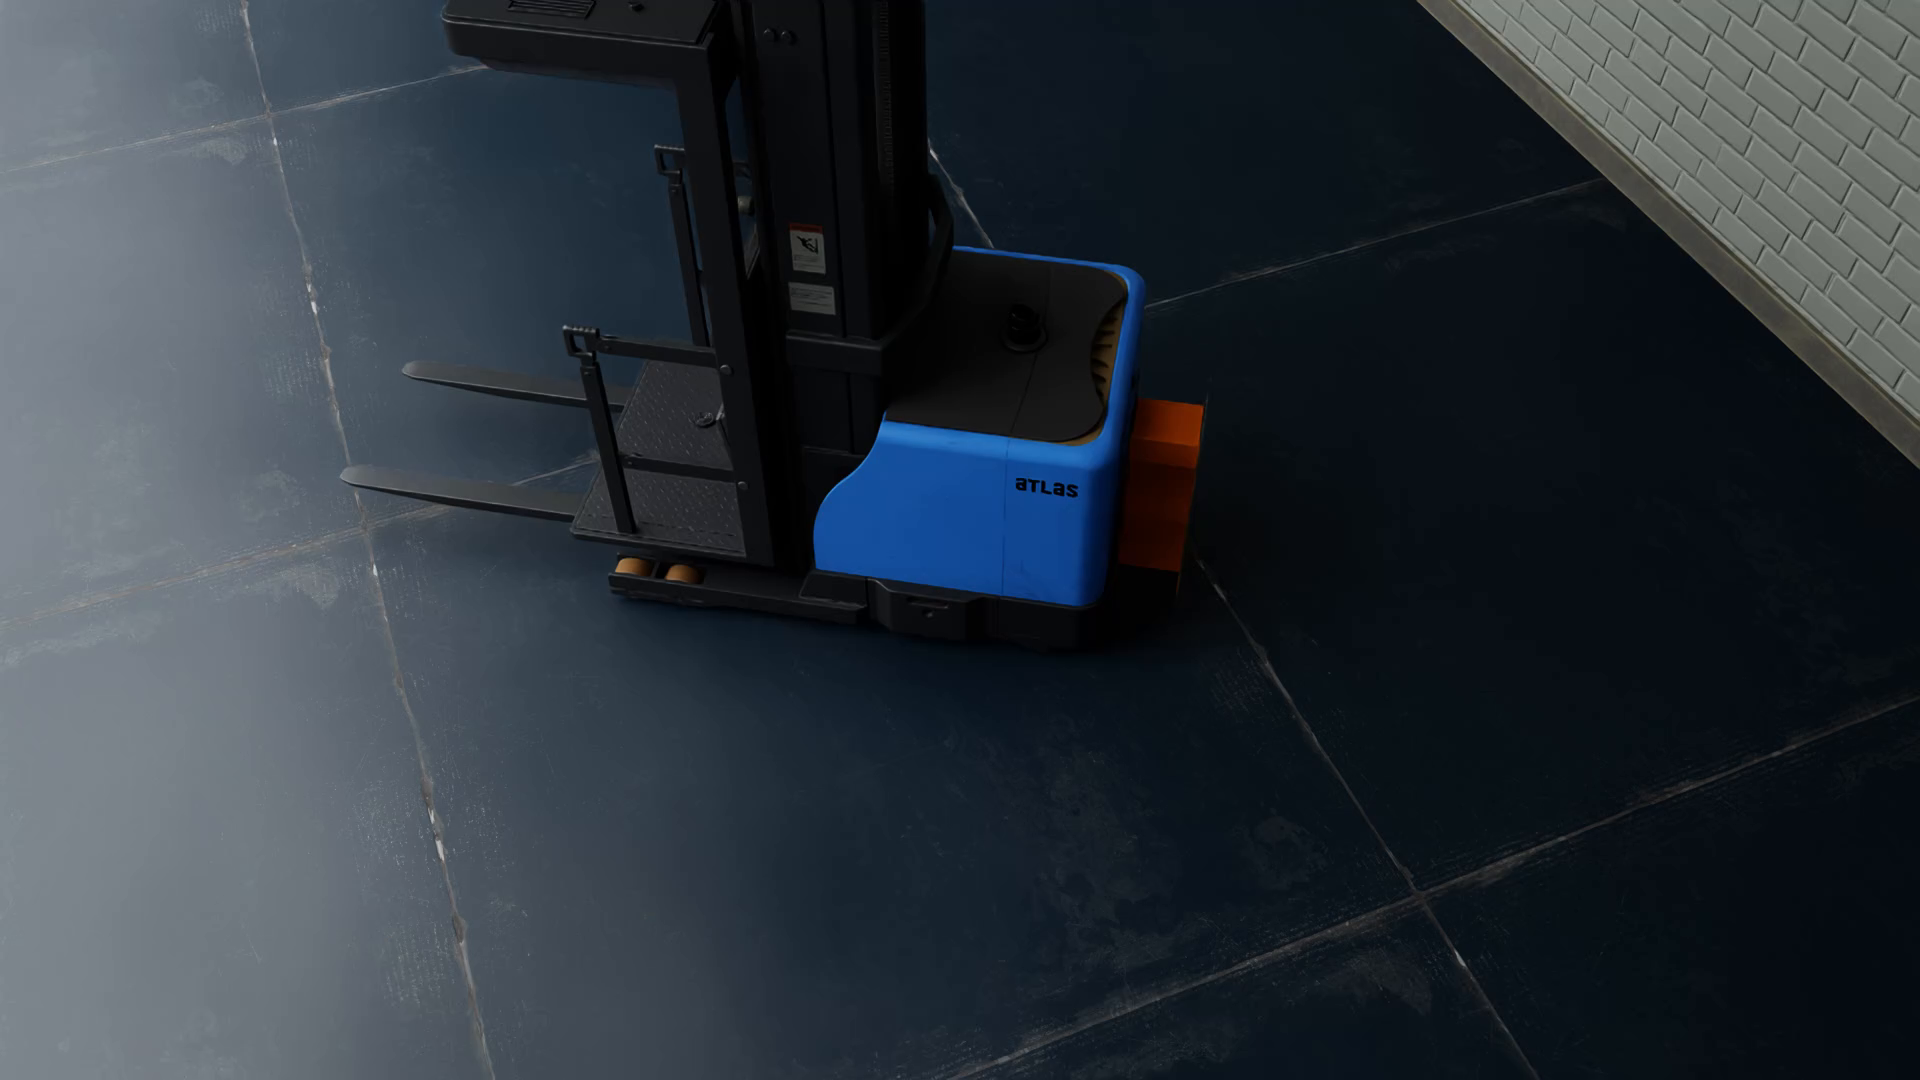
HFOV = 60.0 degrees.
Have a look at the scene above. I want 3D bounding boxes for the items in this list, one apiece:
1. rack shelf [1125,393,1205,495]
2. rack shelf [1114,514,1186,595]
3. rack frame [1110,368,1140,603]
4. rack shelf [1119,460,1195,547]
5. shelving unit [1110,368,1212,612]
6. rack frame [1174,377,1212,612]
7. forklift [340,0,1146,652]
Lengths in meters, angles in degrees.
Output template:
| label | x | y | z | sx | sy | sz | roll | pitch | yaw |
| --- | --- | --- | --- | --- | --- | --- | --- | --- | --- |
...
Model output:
| label | x | y | z | sx | sy | sz | roll | pitch | yaw |
| --- | --- | --- | --- | --- | --- | --- | --- | --- | --- |
| rack shelf | 0.719 | -0.337 | 5.828 | 0.240 | 0.259 | 0.215 | 8 | 50 | 7 |
| rack shelf | 0.719 | 0.029 | 6.254 | 0.240 | 0.259 | 0.215 | 8 | 50 | 7 |
| rack frame | 0.599 | -0.175 | 6.049 | 0.008 | 1.050 | 0.200 | 8 | 50 | 7 |
| rack shelf | 0.719 | -0.152 | 6.043 | 0.240 | 0.259 | 0.215 | 8 | 50 | 7 |
| shelving unit | 0.719 | -0.159 | 6.035 | 0.252 | 1.050 | 0.215 | 8 | 50 | 7 |
| rack frame | 0.839 | -0.142 | 6.020 | 0.008 | 1.050 | 0.200 | 8 | 50 | 7 |
| forklift | -0.880 | -1.089 | 5.594 | 3.031 | 2.935 | 1.130 | 8 | 50 | 7 |
